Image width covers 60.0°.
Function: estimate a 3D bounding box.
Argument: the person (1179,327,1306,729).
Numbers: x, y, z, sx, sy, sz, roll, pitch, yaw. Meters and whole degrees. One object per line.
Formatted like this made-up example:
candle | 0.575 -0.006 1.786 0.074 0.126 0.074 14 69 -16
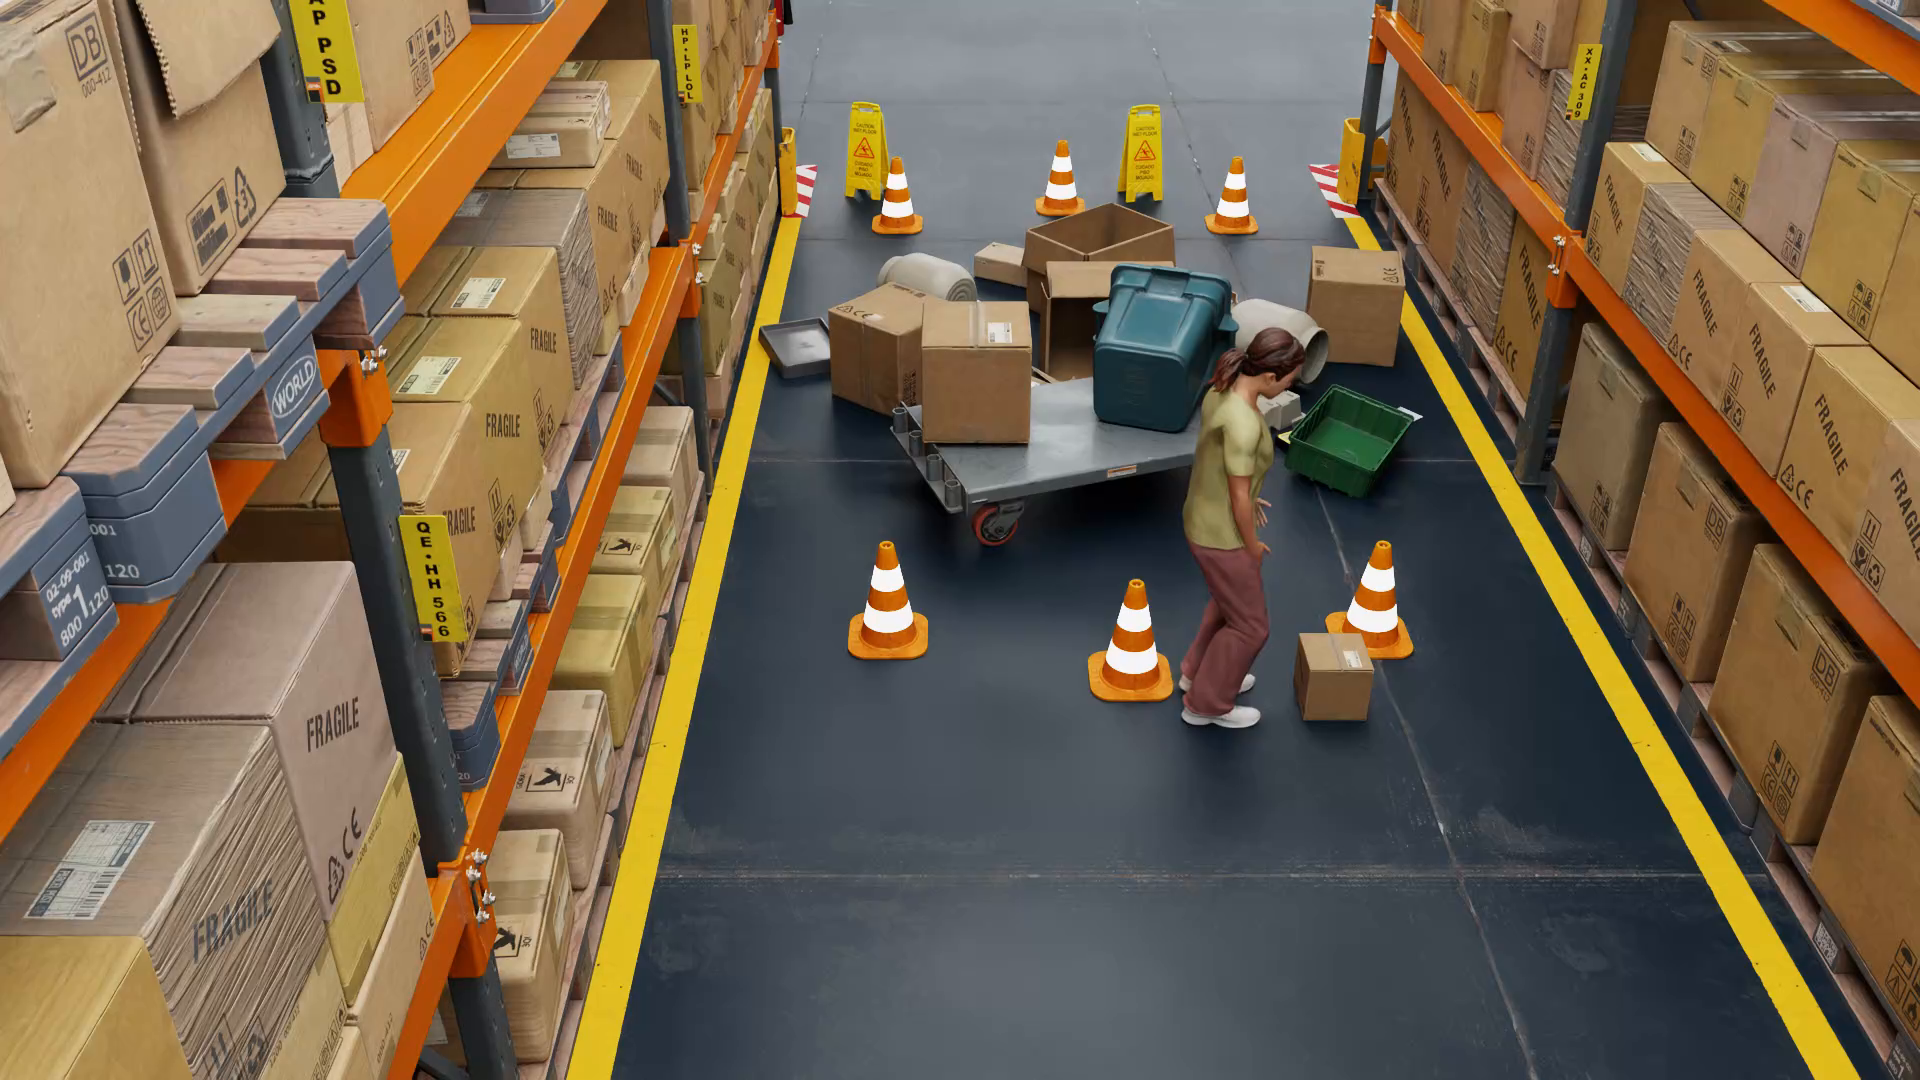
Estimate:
person | 1.031 0.046 6.328 0.388 1.405 0.470 1 32 1
